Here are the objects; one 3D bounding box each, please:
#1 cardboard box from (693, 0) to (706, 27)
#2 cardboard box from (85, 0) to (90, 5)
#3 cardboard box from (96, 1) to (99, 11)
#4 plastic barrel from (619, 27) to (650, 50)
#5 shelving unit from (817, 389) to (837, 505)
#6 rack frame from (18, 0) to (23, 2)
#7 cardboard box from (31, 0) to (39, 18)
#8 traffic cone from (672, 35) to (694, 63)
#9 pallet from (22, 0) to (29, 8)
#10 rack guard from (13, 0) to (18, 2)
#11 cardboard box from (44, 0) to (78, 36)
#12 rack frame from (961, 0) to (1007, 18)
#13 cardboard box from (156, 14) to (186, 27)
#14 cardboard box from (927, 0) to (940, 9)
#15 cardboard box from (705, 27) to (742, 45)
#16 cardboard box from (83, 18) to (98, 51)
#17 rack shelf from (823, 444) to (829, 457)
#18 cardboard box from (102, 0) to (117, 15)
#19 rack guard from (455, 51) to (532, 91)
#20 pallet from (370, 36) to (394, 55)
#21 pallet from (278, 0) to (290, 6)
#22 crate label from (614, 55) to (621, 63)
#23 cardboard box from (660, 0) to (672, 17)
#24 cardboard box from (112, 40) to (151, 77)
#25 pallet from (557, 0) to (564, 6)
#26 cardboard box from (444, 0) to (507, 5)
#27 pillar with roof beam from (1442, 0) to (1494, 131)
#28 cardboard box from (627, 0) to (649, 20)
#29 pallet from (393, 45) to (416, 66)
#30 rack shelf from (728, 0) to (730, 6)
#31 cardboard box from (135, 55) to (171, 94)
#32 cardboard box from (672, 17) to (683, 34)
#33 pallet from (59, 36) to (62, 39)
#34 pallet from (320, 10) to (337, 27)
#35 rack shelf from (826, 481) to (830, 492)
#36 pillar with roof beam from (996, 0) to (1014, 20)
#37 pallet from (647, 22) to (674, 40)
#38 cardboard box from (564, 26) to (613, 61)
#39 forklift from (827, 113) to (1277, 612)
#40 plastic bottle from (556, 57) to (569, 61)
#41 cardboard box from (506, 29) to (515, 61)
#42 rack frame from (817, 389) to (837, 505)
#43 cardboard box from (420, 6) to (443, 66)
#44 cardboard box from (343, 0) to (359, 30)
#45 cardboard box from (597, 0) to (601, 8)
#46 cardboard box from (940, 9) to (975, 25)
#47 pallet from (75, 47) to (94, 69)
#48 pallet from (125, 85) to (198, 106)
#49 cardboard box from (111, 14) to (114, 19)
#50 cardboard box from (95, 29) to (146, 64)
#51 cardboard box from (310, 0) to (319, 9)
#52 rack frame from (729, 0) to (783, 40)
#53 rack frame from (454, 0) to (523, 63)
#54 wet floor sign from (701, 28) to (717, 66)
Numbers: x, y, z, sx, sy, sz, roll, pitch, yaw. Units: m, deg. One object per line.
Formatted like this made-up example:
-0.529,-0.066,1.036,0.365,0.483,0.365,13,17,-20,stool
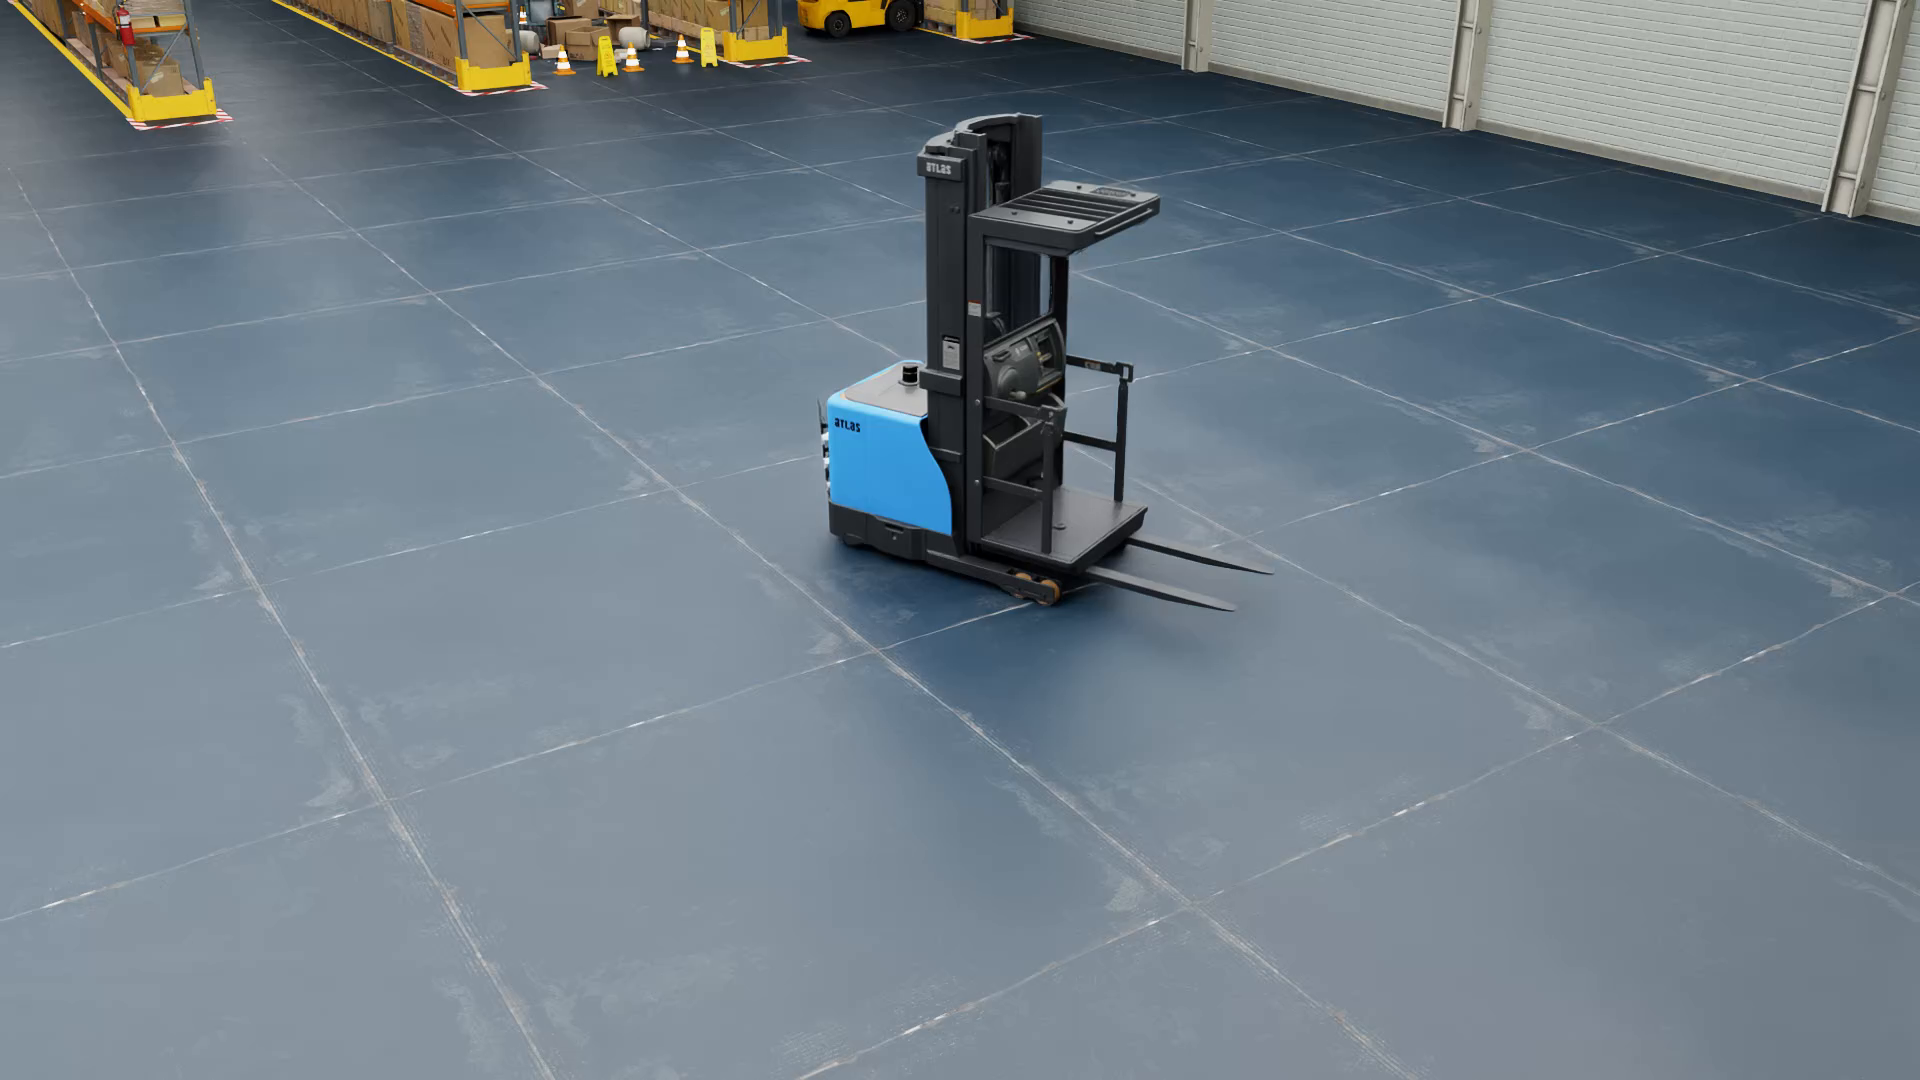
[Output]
-4.623,-9.836,30.885,0.500,0.500,0.500,-14,29,-28,cardboard box
-14.175,-8.907,27.361,0.380,0.149,0.250,-16,29,-30,cardboard box
-13.598,-8.558,26.621,0.380,0.149,0.250,-16,29,-30,cardboard box
-6.075,-9.360,31.043,0.512,0.421,0.421,3,25,6,plastic barrel
-0.825,-0.608,11.930,0.210,0.900,0.258,9,26,29,shelving unit
-20.717,-13.552,36.906,1.000,3.000,0.127,-16,29,-30,rack frame
-18.167,-11.126,33.764,1.225,0.875,0.875,-15,29,-29,cardboard box
-4.995,-8.845,29.906,0.336,0.463,0.334,-16,29,-30,traffic cone
-20.215,-12.023,36.934,1.003,0.211,1.213,-16,29,-30,pallet
-20.730,-12.430,37.458,1.175,0.500,0.348,-16,29,-30,rack guard
-16.709,-10.171,31.742,1.225,0.875,0.875,-17,30,-32,cardboard box
0.477,-11.297,32.129,1.000,3.000,0.127,-16,29,-30,rack frame
-11.938,-7.873,25.171,0.380,0.149,0.250,-16,29,-30,cardboard box
-0.315,-10.752,33.119,0.500,0.250,0.500,-16,30,-30,cardboard box
-4.359,-9.320,30.671,0.500,0.250,0.500,-16,29,-30,cardboard box
-15.338,-9.128,29.947,0.700,0.500,0.500,-13,28,-25,cardboard box
-0.829,-0.660,11.908,0.200,0.077,0.258,9,26,29,rack shelf
-12.633,-8.363,25.448,0.875,0.500,0.500,-16,29,-30,cardboard box
-7.758,-7.810,27.671,1.175,0.500,0.348,-16,29,-30,rack guard
-10.440,-9.377,31.329,1.003,0.211,1.213,-16,29,-30,pallet
-14.719,-12.212,37.334,1.003,0.211,1.213,-16,29,-30,pallet
-6.221,-8.584,29.735,0.298,0.136,0.250,12,28,24,crate label
-5.465,-10.392,32.063,0.500,0.500,0.500,-14,29,-28,cardboard box
-13.662,-7.964,27.505,0.500,0.500,0.500,-6,26,-13,cardboard box
-8.414,-12.039,36.967,1.003,0.211,1.213,-16,29,-30,pallet
-8.012,-9.139,27.382,0.875,0.550,0.550,-16,29,-30,cardboard box
3.796,-9.173,20.603,9.100,9.000,0.400,-16,29,-30,pillar with roof beam
-6.151,-10.758,33.574,0.950,0.372,0.625,-15,29,-29,cardboard box
-9.606,-8.828,30.167,1.003,0.211,1.213,-16,29,-30,pallet
-4.771,-10.529,31.344,1.077,0.370,4.000,-16,29,-30,rack shelf
-12.664,-7.322,26.145,0.500,0.500,0.500,-8,26,-16,cardboard box
-5.174,-9.864,31.824,0.500,0.250,0.500,-16,30,-30,cardboard box
-17.379,-10.165,32.998,1.003,0.211,1.213,-16,29,-30,pallet
-12.564,-10.829,34.405,1.003,0.211,1.213,-16,29,-30,pallet
-0.810,-0.413,12.013,0.200,0.077,0.258,9,26,29,rack shelf
-2.754,-13.466,29.695,9.100,9.000,0.400,-16,29,-30,pillar with roof beam
-5.467,-10.076,32.810,1.003,0.211,1.213,-16,29,-30,pallet
-6.759,-9.048,30.290,0.637,0.503,0.797,7,26,15,cardboard box
0.599,-1.155,10.725,3.031,2.935,1.130,15,29,29,forklift
-7.213,-8.710,30.091,0.283,0.061,0.133,18,31,33,plastic bottle
-8.248,-8.934,30.050,0.500,0.500,0.500,-10,27,-21,cardboard box
-0.913,-0.623,11.979,0.006,0.900,0.240,9,26,29,rack frame
-8.679,-8.719,28.666,0.875,0.875,0.875,-16,30,-30,cardboard box
-11.402,-10.432,32.441,1.050,0.750,0.750,-15,29,-29,cardboard box
-7.337,-11.535,35.220,0.950,0.372,0.625,-16,30,-31,cardboard box
-0.044,-10.338,32.826,0.500,0.250,0.500,-15,29,-29,cardboard box
-15.262,-8.714,29.924,1.003,0.211,1.213,-16,29,-30,pallet
-12.438,-6.894,26.069,1.003,0.211,1.213,-16,29,-30,pallet
-13.007,-8.213,25.890,0.380,0.149,0.250,-16,29,-30,cardboard box
-14.483,-8.553,28.730,0.700,0.500,0.500,-18,31,-33,cardboard box
-13.300,-11.416,34.818,0.500,0.500,0.500,-17,30,-32,cardboard box
-3.679,-10.139,29.676,1.000,3.000,0.127,-16,29,-30,rack frame
-7.772,-8.949,27.155,1.000,3.000,0.127,-16,29,-30,rack frame
-4.472,-8.757,29.506,0.267,0.644,0.232,-6,26,-12,wet floor sign
